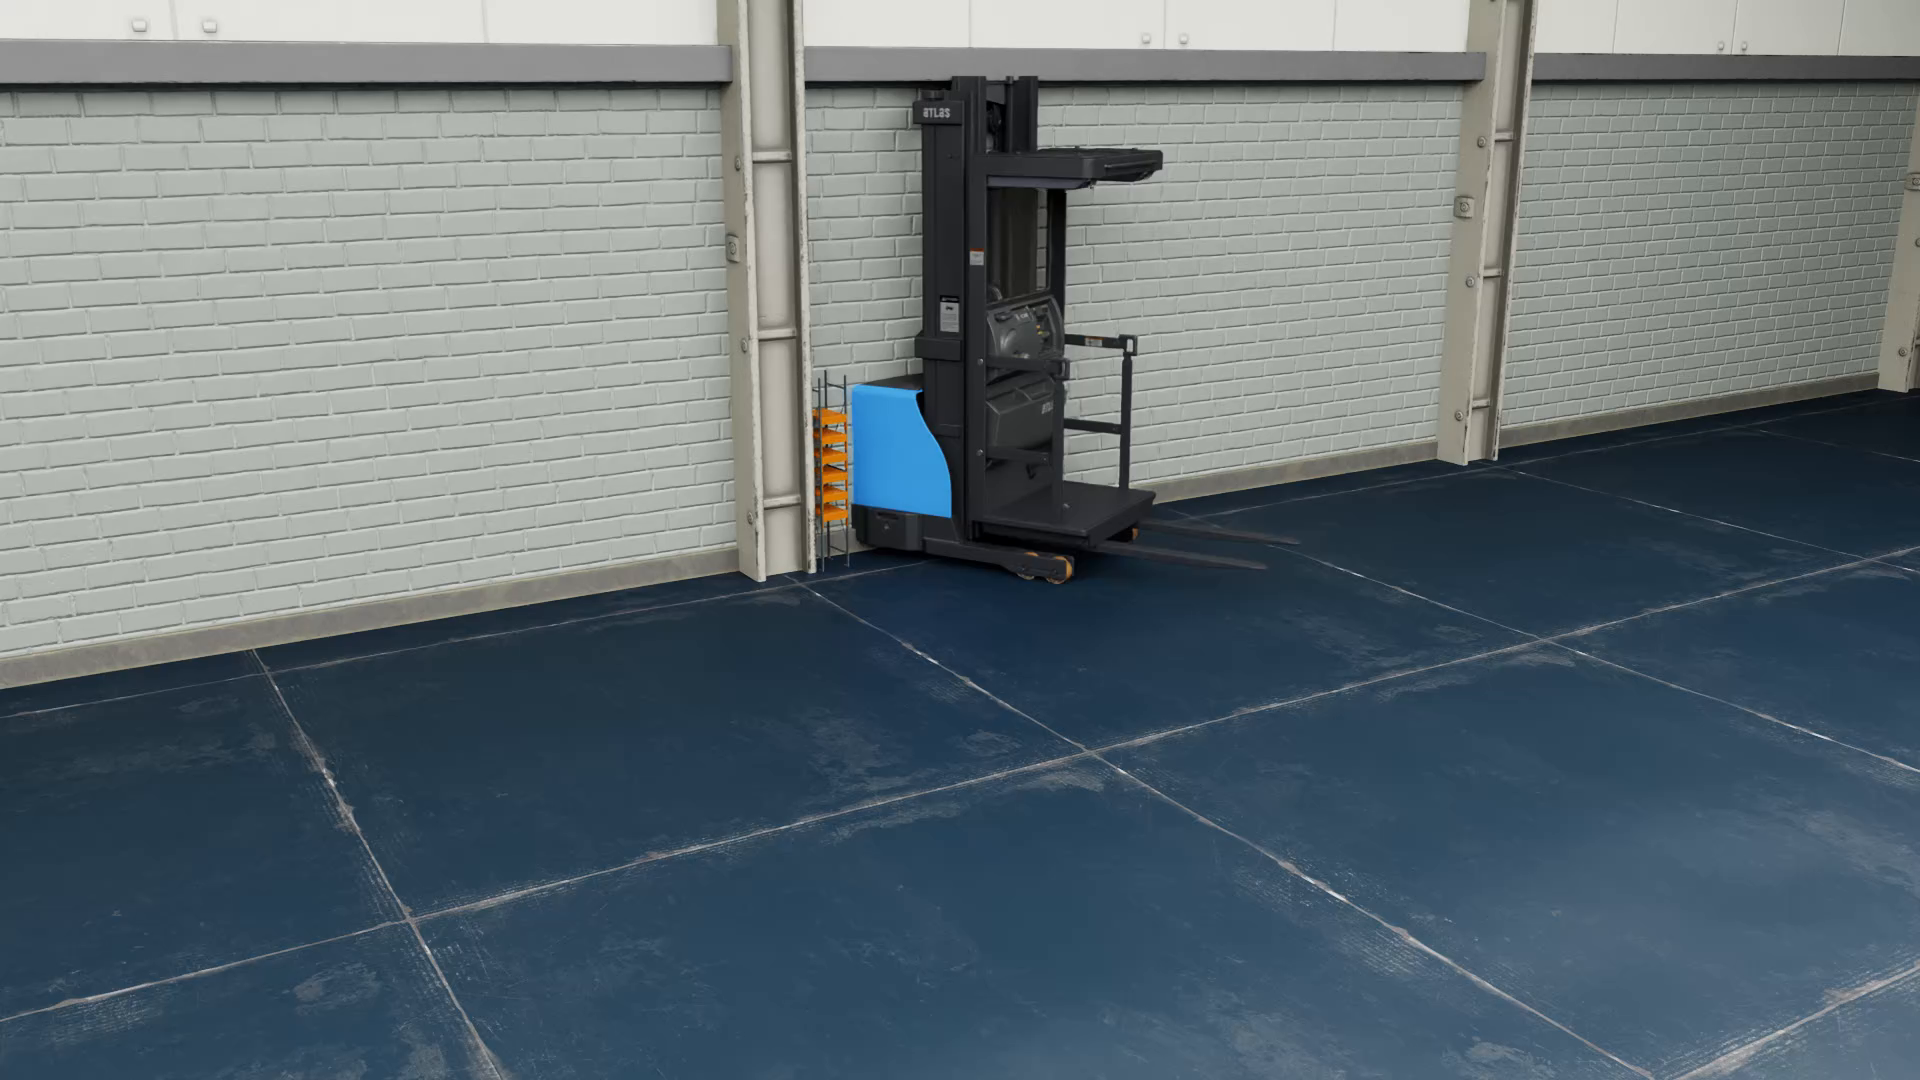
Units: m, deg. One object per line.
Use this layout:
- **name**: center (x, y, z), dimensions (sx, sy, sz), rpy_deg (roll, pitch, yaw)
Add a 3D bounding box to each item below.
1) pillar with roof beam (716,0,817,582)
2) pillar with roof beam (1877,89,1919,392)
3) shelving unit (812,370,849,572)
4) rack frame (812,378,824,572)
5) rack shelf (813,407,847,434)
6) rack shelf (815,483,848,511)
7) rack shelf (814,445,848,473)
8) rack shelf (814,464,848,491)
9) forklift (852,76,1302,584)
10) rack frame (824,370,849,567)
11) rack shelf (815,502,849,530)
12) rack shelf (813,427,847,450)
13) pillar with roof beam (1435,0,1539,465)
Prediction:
- **pillar with roof beam**: center (1.091, -3.148, 5.467), dimensions (0.400, 9.000, 9.100), rpy_deg (-9, 18, -30)
- **pillar with roof beam**: center (11.377, -4.816, 11.418), dimensions (0.400, 9.000, 9.100), rpy_deg (-9, 18, -30)
- **shelving unit**: center (-0.833, -0.424, 10.196), dimensions (0.189, 1.200, 0.258), rpy_deg (-11, 19, -35)
- **rack frame**: center (-0.906, -0.409, 10.143), dimensions (0.006, 1.200, 0.240), rpy_deg (-11, 19, -35)
- **rack shelf**: center (-0.832, -0.728, 10.112), dimensions (0.180, 0.103, 0.258), rpy_deg (-11, 19, -35)
- **rack shelf**: center (-0.833, -0.265, 10.240), dimensions (0.180, 0.103, 0.258), rpy_deg (-11, 19, -35)
- **rack shelf**: center (-0.833, -0.496, 10.176), dimensions (0.180, 0.103, 0.258), rpy_deg (-11, 19, -35)
- **rack shelf**: center (-0.833, -0.381, 10.208), dimensions (0.180, 0.103, 0.258), rpy_deg (-11, 19, -35)
- **forklift**: center (0.586, -1.309, 10.151), dimensions (3.031, 2.935, 1.130), rpy_deg (9, 18, 28)
- **rack frame**: center (-0.760, -0.438, 10.249), dimensions (0.006, 1.200, 0.240), rpy_deg (-11, 19, -35)
- **rack shelf**: center (-0.834, -0.150, 10.272), dimensions (0.180, 0.103, 0.258), rpy_deg (-11, 19, -35)
- **rack shelf**: center (-0.832, -0.612, 10.144), dimensions (0.180, 0.103, 0.258), rpy_deg (-11, 19, -35)
- **pillar with roof beam**: center (6.234, -3.982, 8.442), dimensions (0.400, 9.000, 9.100), rpy_deg (-9, 18, -30)
